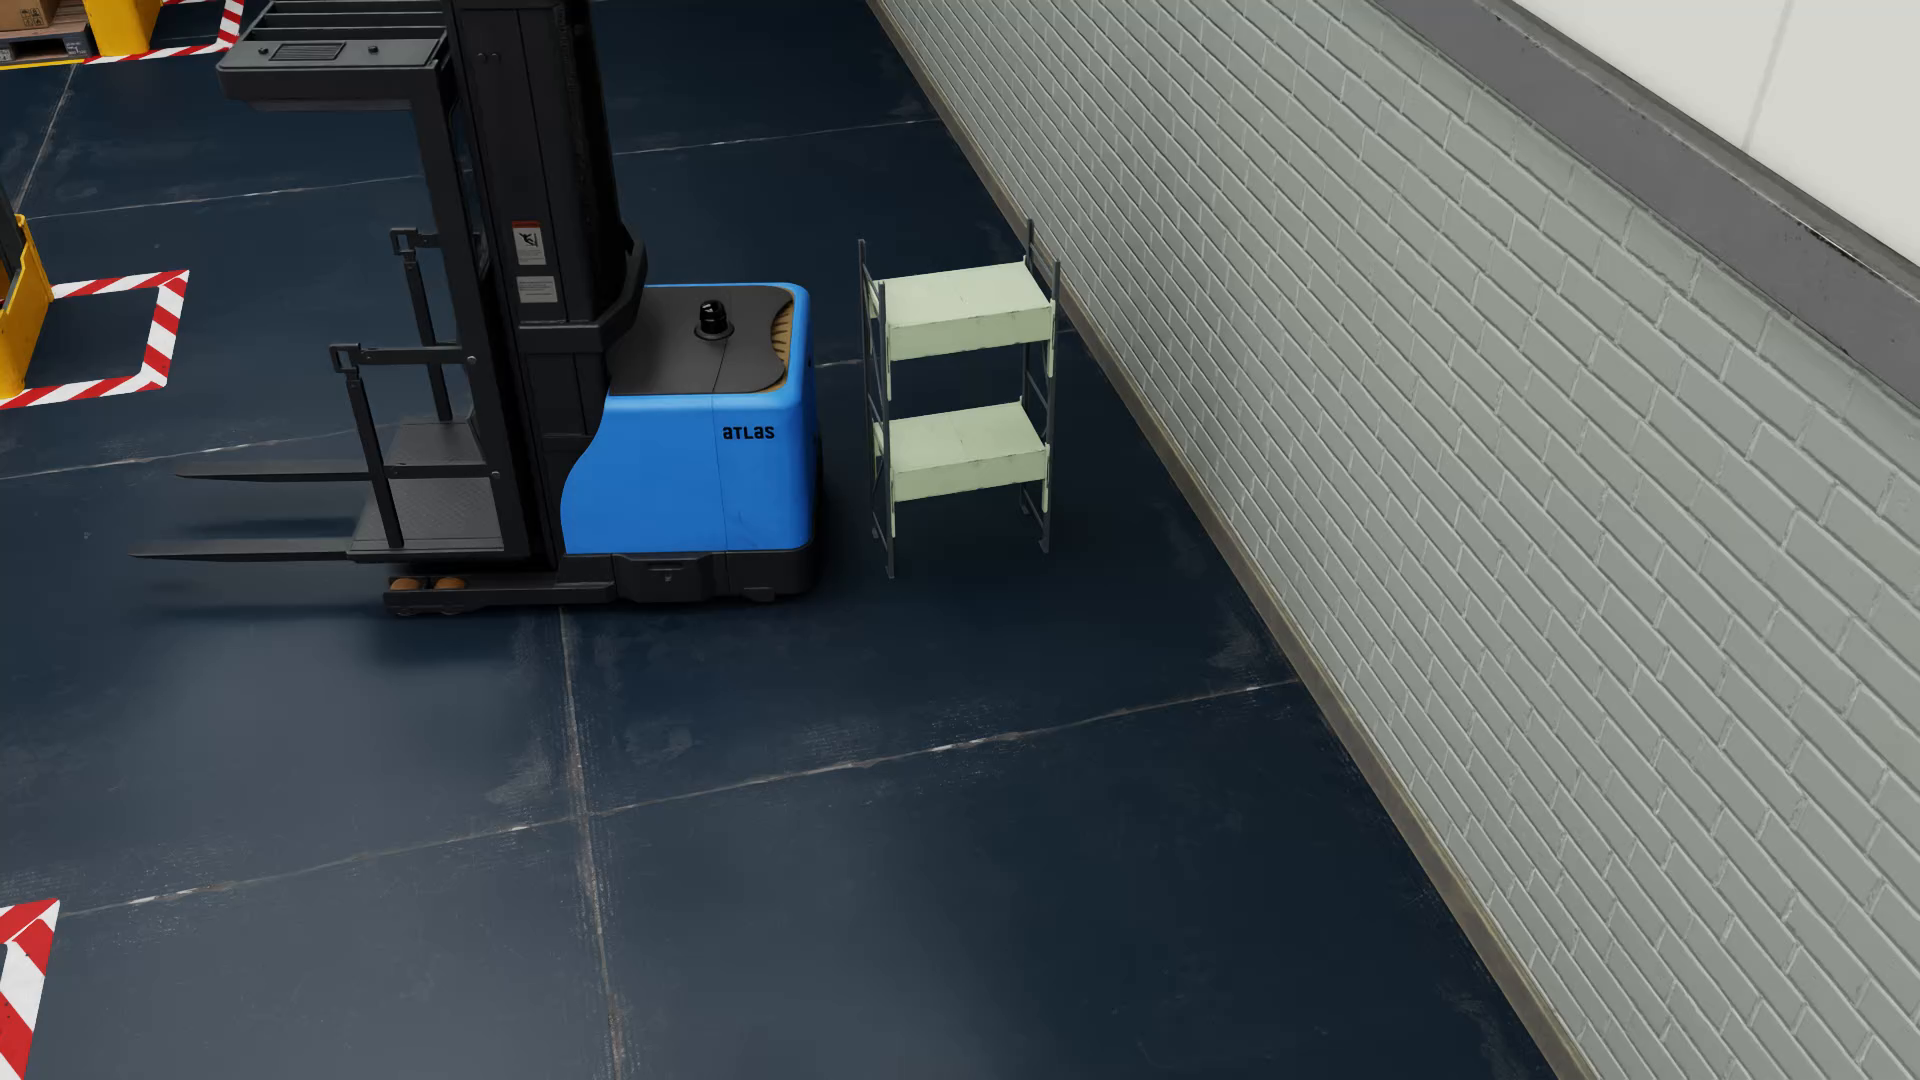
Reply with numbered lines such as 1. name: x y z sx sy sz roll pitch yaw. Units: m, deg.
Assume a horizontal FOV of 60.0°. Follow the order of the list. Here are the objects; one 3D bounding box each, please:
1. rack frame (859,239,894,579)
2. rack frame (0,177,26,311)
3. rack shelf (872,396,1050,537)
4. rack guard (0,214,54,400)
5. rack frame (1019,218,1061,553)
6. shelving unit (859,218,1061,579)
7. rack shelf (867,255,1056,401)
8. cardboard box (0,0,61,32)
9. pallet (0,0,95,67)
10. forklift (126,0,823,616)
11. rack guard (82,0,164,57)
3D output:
1. rack frame: -0.360 -0.537 7.217 0.023 1.500 0.400 -9 38 -12
2. rack frame: -5.176 -2.270 8.249 0.127 3.000 1.000 -9 38 -12
3. rack shelf: -0.006 -0.336 7.491 0.720 0.370 0.431 -9 38 -12
4. rack guard: -5.249 -1.265 8.993 0.348 0.500 1.175 -9 38 -12
5. rack frame: 0.347 -0.653 7.369 0.023 1.500 0.400 -9 38 -12
6. shelving unit: -0.006 -0.595 7.293 0.755 1.500 0.431 -9 38 -12
7. rack shelf: -0.006 -0.905 7.056 0.720 0.370 0.431 -9 38 -12
8. cardboard box: -7.120 -4.180 12.457 0.500 0.500 0.700 -9 38 -12
9. pallet: -7.222 -3.895 12.668 1.213 0.211 1.003 -9 38 -12
10. forklift: -2.164 -1.159 6.852 3.031 2.935 1.130 -1 37 -1
11. rack guard: -6.447 -4.186 12.811 0.348 0.500 1.175 -9 38 -12
